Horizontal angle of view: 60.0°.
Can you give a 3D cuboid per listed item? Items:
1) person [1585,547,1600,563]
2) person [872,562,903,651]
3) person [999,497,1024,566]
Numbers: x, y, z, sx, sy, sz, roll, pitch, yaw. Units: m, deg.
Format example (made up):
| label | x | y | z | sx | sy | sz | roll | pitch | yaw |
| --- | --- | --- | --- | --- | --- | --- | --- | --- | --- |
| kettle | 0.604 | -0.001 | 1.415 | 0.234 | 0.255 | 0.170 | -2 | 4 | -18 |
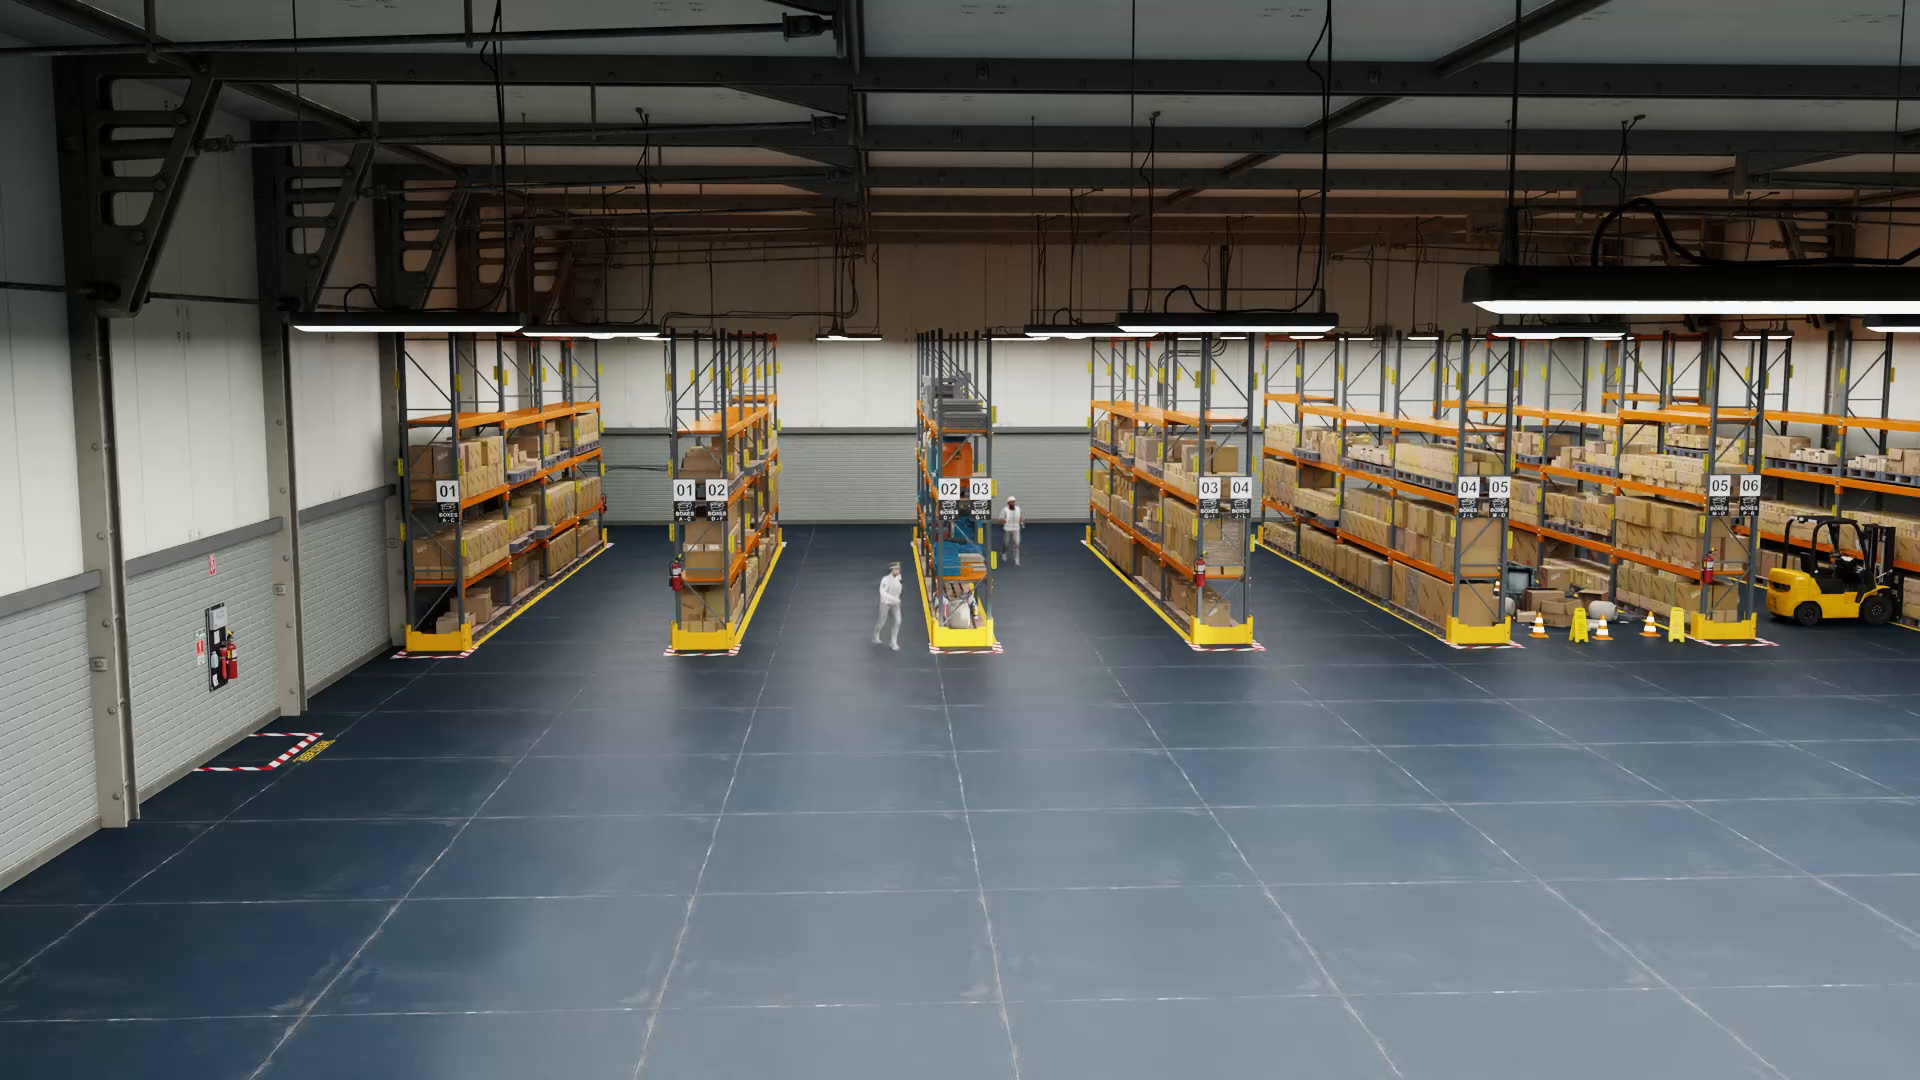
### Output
| label | x | y | z | sx | sy | sz | roll | pitch | yaw |
| --- | --- | --- | --- | --- | --- | --- | --- | --- | --- |
| person | 16.001 | -0.042 | 42.095 | 0.525 | 1.680 | 0.775 | -2 | 7 | -16 |
| person | -1.333 | 1.225 | 31.405 | 0.592 | 1.691 | 0.846 | -4 | 8 | -32 |
| person | 1.346 | -0.244 | 42.988 | 0.695 | 1.760 | 0.947 | -2 | 7 | -15 |
